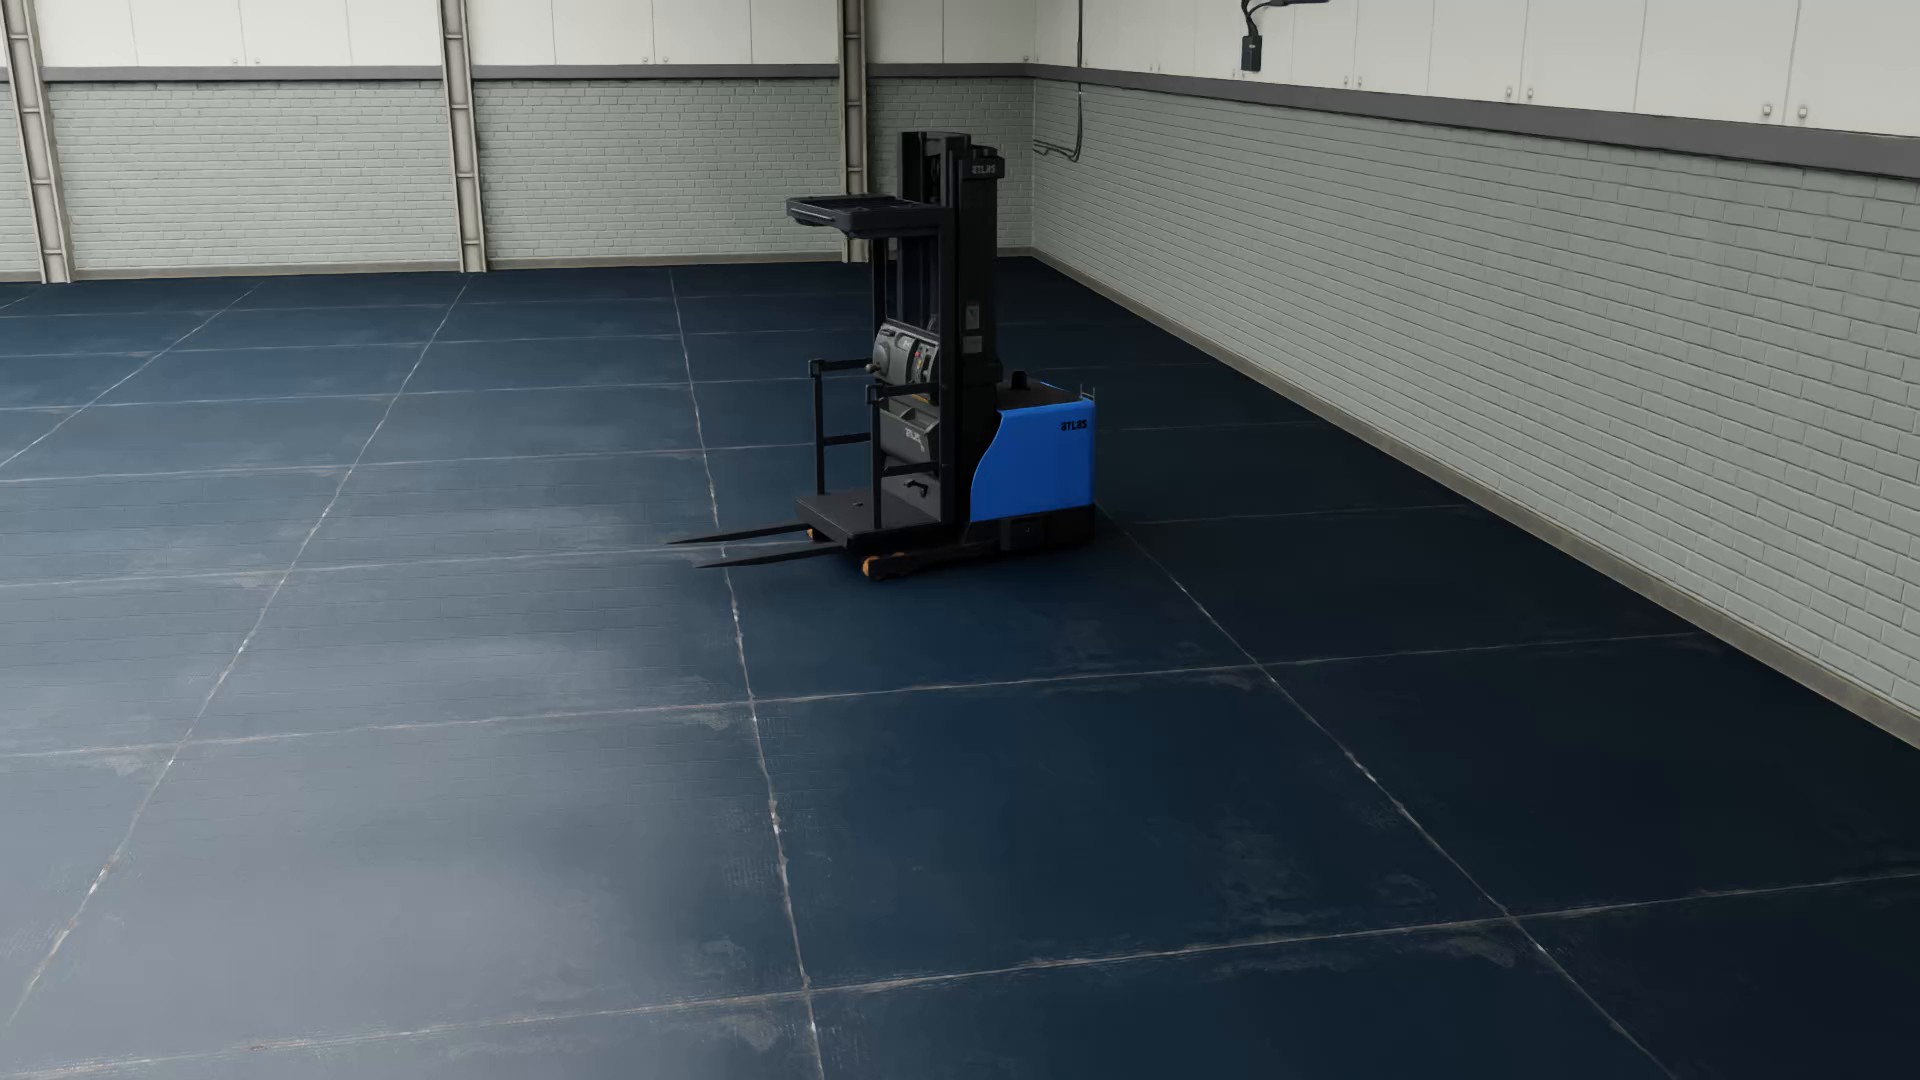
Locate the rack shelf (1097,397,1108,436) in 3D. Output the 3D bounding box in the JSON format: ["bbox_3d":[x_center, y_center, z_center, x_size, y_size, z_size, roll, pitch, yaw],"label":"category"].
[{"bbox_3d":[0.962,-0.938,12.624,0.240,0.259,0.215,-1,17,-18],"label":"rack shelf"}]

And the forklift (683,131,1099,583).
[{"bbox_3d":[-0.463,-1.283,11.497,3.031,2.935,1.130,-12,21,-35],"label":"forklift"}]

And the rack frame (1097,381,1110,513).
[{"bbox_3d":[1.060,-0.679,12.737,0.008,1.050,0.200,-1,17,-18],"label":"rack frame"}]

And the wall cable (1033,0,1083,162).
[{"bbox_3d":[1.440,-7.138,25.515,0.112,2.526,3.097,-3,17,-10],"label":"wall cable"}]

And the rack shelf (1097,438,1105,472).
[{"bbox_3d":[0.944,-0.666,12.702,0.240,0.259,0.215,-1,17,-18],"label":"rack shelf"}]

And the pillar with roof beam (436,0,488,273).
[{"bbox_3d":[-6.777,-7.265,20.637,0.400,9.000,9.100,-3,17,-10],"label":"pillar with roof beam"}]

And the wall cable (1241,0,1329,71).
[{"bbox_3d":[3.226,-7.511,15.646,0.169,6.003,2.305,-3,17,-10],"label":"wall cable"}]

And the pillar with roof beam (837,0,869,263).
[{"bbox_3d":[-0.886,-7.599,21.725,0.400,9.000,9.100,-3,17,-10],"label":"pillar with roof beam"}]

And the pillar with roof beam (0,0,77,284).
[{"bbox_3d":[-12.668,-6.930,19.549,0.400,9.000,9.100,-3,17,-10],"label":"pillar with roof beam"}]

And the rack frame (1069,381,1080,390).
[{"bbox_3d":[0.828,-0.673,12.661,0.008,1.050,0.200,-1,17,-18],"label":"rack frame"}]

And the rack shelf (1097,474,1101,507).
[{"bbox_3d":[0.926,-0.399,12.778,0.240,0.259,0.215,-1,17,-18],"label":"rack shelf"}]

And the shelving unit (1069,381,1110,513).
[{"bbox_3d":[0.944,-0.676,12.699,0.252,1.050,0.215,-1,17,-18],"label":"shelving unit"}]
